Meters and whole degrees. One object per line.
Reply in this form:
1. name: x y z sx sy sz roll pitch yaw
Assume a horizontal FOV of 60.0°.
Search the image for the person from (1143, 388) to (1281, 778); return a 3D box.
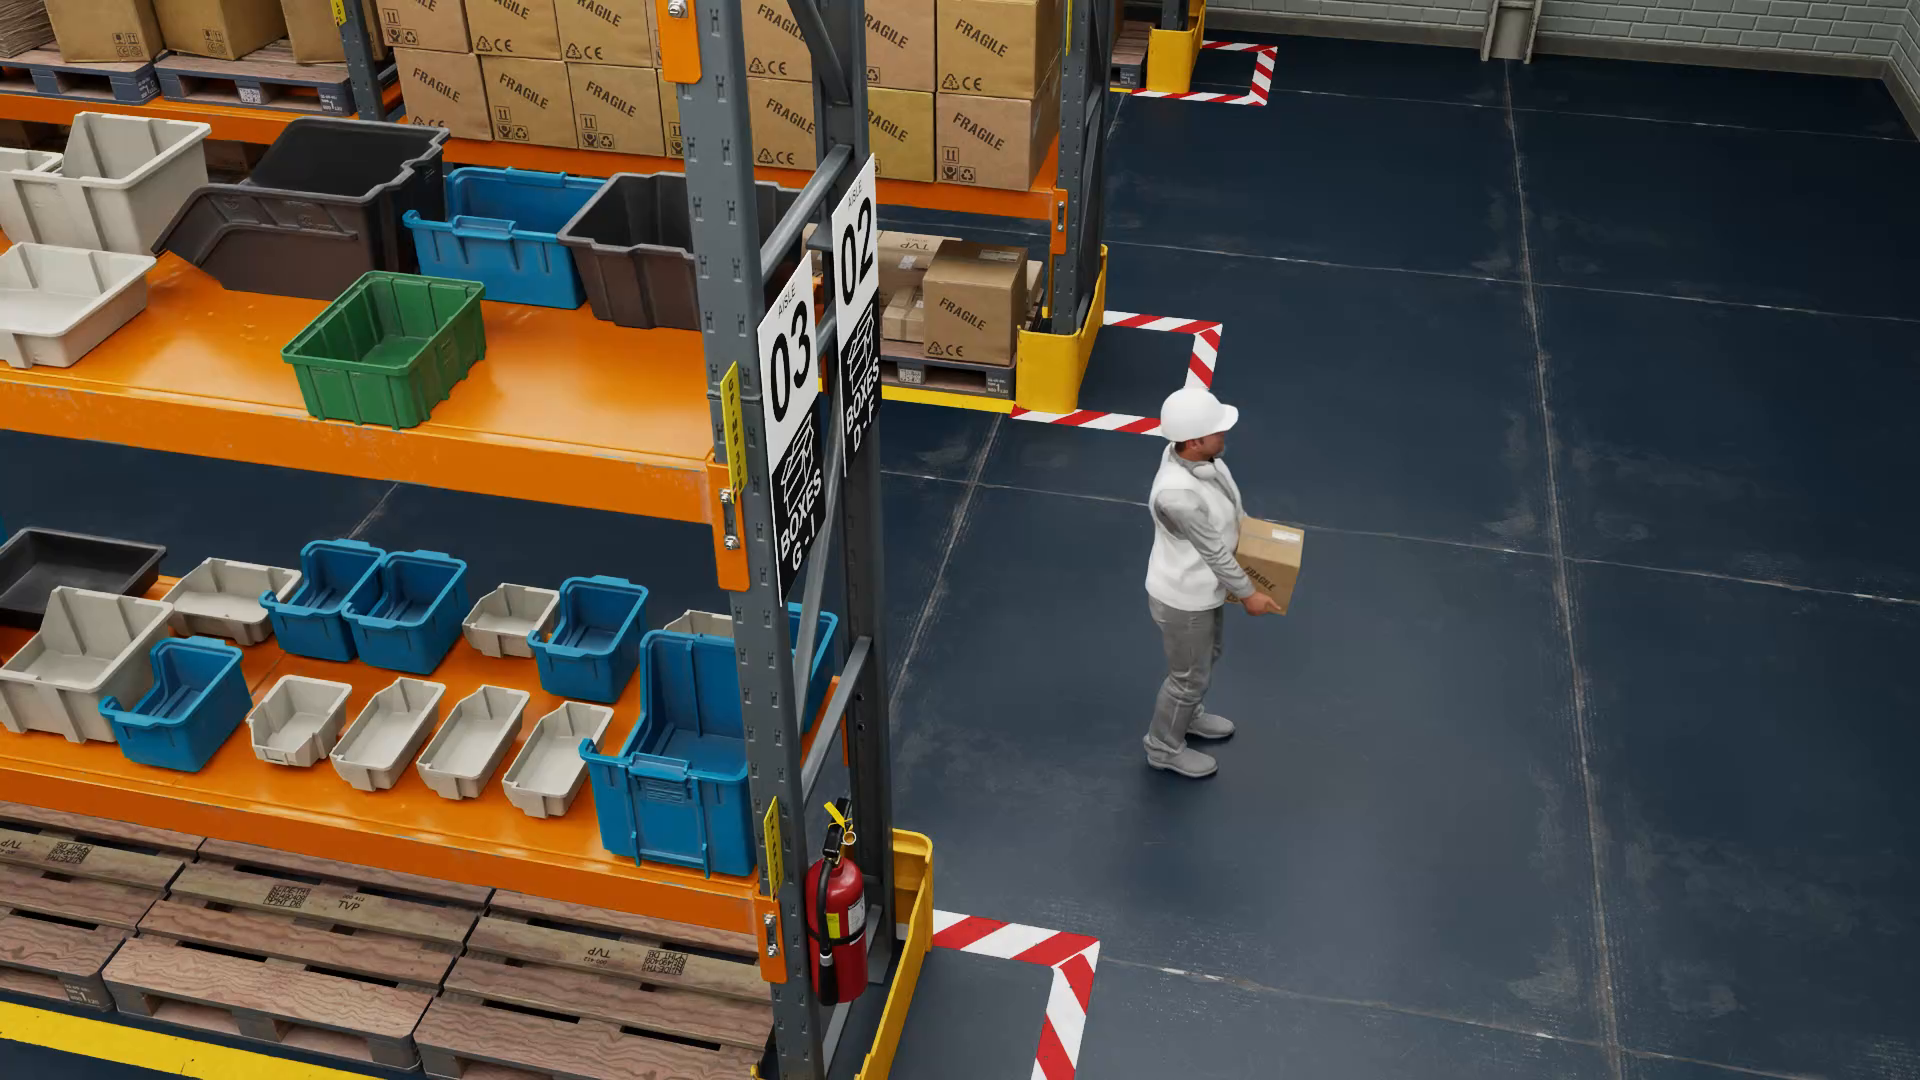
1. person: 1.026 0.175 6.713 0.549 1.763 0.494 8 37 11
